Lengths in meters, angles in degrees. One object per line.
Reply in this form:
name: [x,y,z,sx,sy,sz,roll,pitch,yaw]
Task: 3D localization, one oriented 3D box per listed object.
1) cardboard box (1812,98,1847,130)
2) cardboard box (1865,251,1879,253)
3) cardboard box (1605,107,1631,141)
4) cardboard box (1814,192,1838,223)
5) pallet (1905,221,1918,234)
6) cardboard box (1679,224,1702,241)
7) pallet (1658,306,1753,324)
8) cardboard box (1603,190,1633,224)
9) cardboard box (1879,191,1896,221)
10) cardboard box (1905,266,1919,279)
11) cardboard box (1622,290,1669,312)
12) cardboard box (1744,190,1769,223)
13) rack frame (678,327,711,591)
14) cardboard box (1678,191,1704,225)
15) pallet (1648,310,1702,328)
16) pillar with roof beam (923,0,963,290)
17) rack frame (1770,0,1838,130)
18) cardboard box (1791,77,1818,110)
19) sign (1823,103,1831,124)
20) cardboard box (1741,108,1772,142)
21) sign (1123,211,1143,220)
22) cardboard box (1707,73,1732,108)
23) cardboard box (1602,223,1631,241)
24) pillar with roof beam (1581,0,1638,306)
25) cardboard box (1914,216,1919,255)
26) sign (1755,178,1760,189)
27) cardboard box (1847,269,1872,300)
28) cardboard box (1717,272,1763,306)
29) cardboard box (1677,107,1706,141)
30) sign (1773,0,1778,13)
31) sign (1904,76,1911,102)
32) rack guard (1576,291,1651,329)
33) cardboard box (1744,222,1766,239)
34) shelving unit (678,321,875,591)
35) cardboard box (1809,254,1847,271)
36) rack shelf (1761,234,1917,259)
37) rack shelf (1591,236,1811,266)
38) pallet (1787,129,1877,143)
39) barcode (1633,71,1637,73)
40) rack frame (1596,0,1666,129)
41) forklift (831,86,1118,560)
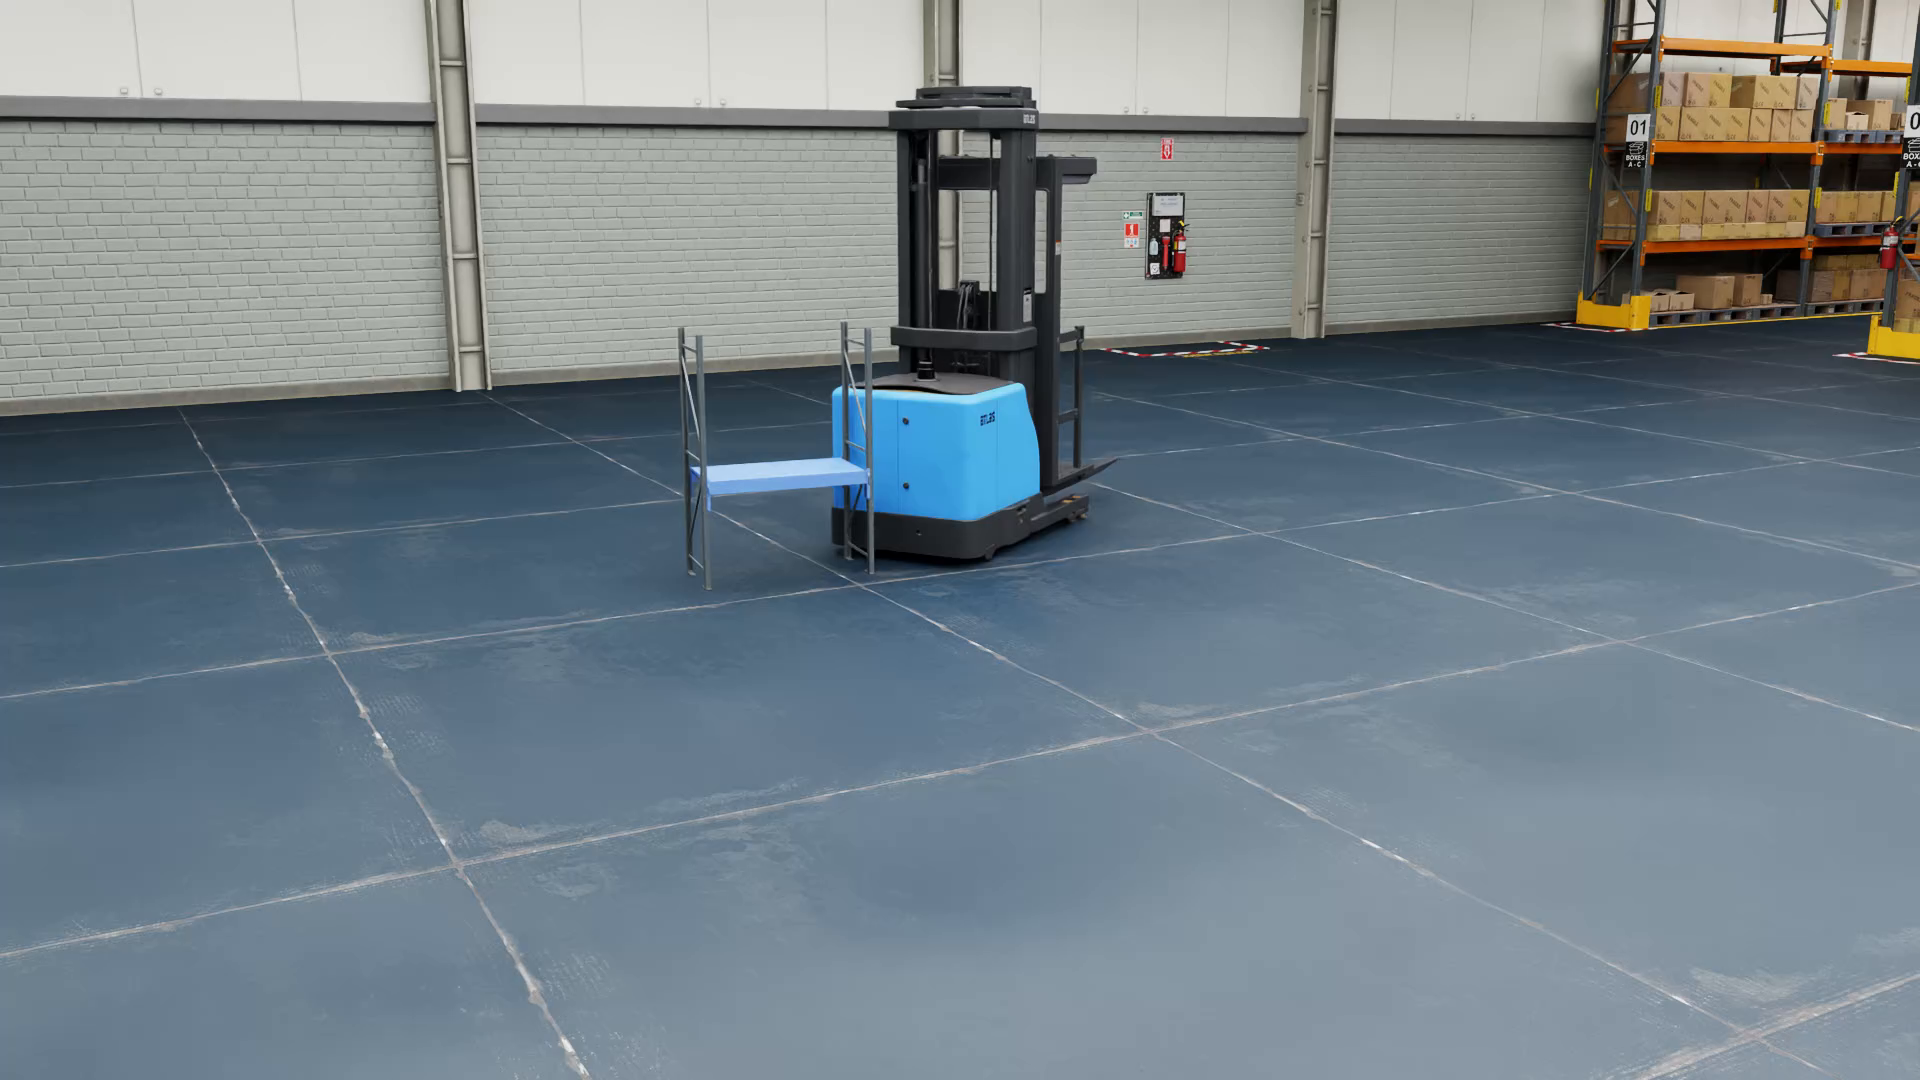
cardboard box: [14.154,-6.989,27.316,0.500,0.500,0.500,-5,13,-20]
cardboard box: [16.009,-4.878,28.935,0.500,0.250,0.500,-7,14,-27]
cardboard box: [10.369,-6.423,25.714,0.500,0.500,0.500,-6,14,-24]
cardboard box: [14.099,-5.540,27.664,0.500,0.500,0.700,-7,14,-28]
pallet: [16.572,-5.461,28.981,1.003,0.211,1.213,-7,14,-28]
cardboard box: [11.154,-4.793,25.871,0.500,0.250,0.500,-7,15,-30]
pallet: [11.991,-3.663,26.903,1.213,0.211,1.003,-7,14,-28]
cardboard box: [10.436,-5.202,25.979,0.500,0.500,0.500,-7,14,-28]
cardboard box: [15.656,-5.727,28.496,0.500,0.500,0.700,-7,14,-28]
cardboard box: [16.539,-4.560,29.230,0.500,0.500,0.700,-7,14,-27]
cardboard box: [10.775,-3.767,26.138,0.500,0.311,0.500,-9,15,-34]
cardboard box: [12.486,-5.318,26.497,0.500,0.500,0.500,-7,15,-29]
rack frame: [-1.573,-0.485,9.847,0.032,1.500,0.500,-5,14,-21]
cardboard box: [11.126,-5.154,25.765,0.500,0.500,0.500,-7,14,-28]
pallet: [10.921,-3.535,26.336,1.213,0.211,1.003,-7,14,-28]
pillar with roof beam: [1.854,-5.884,16.758,0.400,9.000,9.100,-7,14,-28]
rack frame: [13.635,-8.156,26.856,0.127,3.000,1.000,-7,14,-28]
cardboard box: [13.326,-7.134,26.596,0.500,0.500,0.500,-8,15,-33]
sign: [13.902,-6.841,26.668,0.005,0.325,0.100,-7,14,-28]
cardboard box: [12.392,-6.534,26.208,0.500,0.500,0.500,-7,15,-30]
sign: [2.344,-4.402,22.548,0.331,0.109,0.001,-7,14,-28]
cardboard box: [11.488,-6.911,25.605,0.500,0.500,0.500,-6,14,-26]
cardboard box: [10.442,-4.832,26.044,0.500,0.250,0.500,-7,14,-27]
pillar with roof beam: [12.387,-7.146,22.368,0.400,9.000,9.100,-7,14,-28]
cardboard box: [12.917,-3.950,21.601,0.500,0.500,0.700,-7,14,-28]
sign: [13.366,-5.901,27.861,0.005,0.325,0.100,-7,14,-28]
cardboard box: [15.170,-4.415,28.588,0.500,0.500,0.700,-7,14,-27]
cardboard box: [12.744,-4.108,27.222,0.500,0.500,0.500,-8,15,-32]
cardboard box: [11.026,-6.367,25.465,0.500,0.500,0.500,-6,14,-24]
sign: [13.364,-8.796,27.209,0.005,0.325,0.100,-7,14,-28]
sign: [12.254,-5.817,21.458,0.005,0.325,0.100,-7,14,-28]
rack guard: [10.191,-3.597,25.955,0.348,0.500,1.175,-7,14,-28]
cardboard box: [12.490,-4.951,26.574,0.500,0.250,0.500,-7,14,-28]
shelving unit: [-1.101,-0.526,10.032,1.048,1.500,0.538,-5,14,-21]
cardboard box: [14.658,-4.718,28.226,0.500,0.250,0.500,-7,15,-29]
rack shelf: [15.391,-5.089,28.529,4.000,0.370,1.077,-7,14,-28]
rack shelf: [11.880,-4.668,26.659,4.000,0.370,1.077,-7,14,-28]
pallet: [14.228,-6.646,27.404,1.003,0.211,1.213,-7,14,-28]
barcode: [10.508,-7.273,25.889,0.075,0.075,0.001,-7,14,-28]
rack frame: [10.125,-7.736,24.986,0.127,3.000,1.000,-7,14,-28]
forklift: [0.268,-1.585,11.475,1.130,2.935,3.031,6,14,25]
